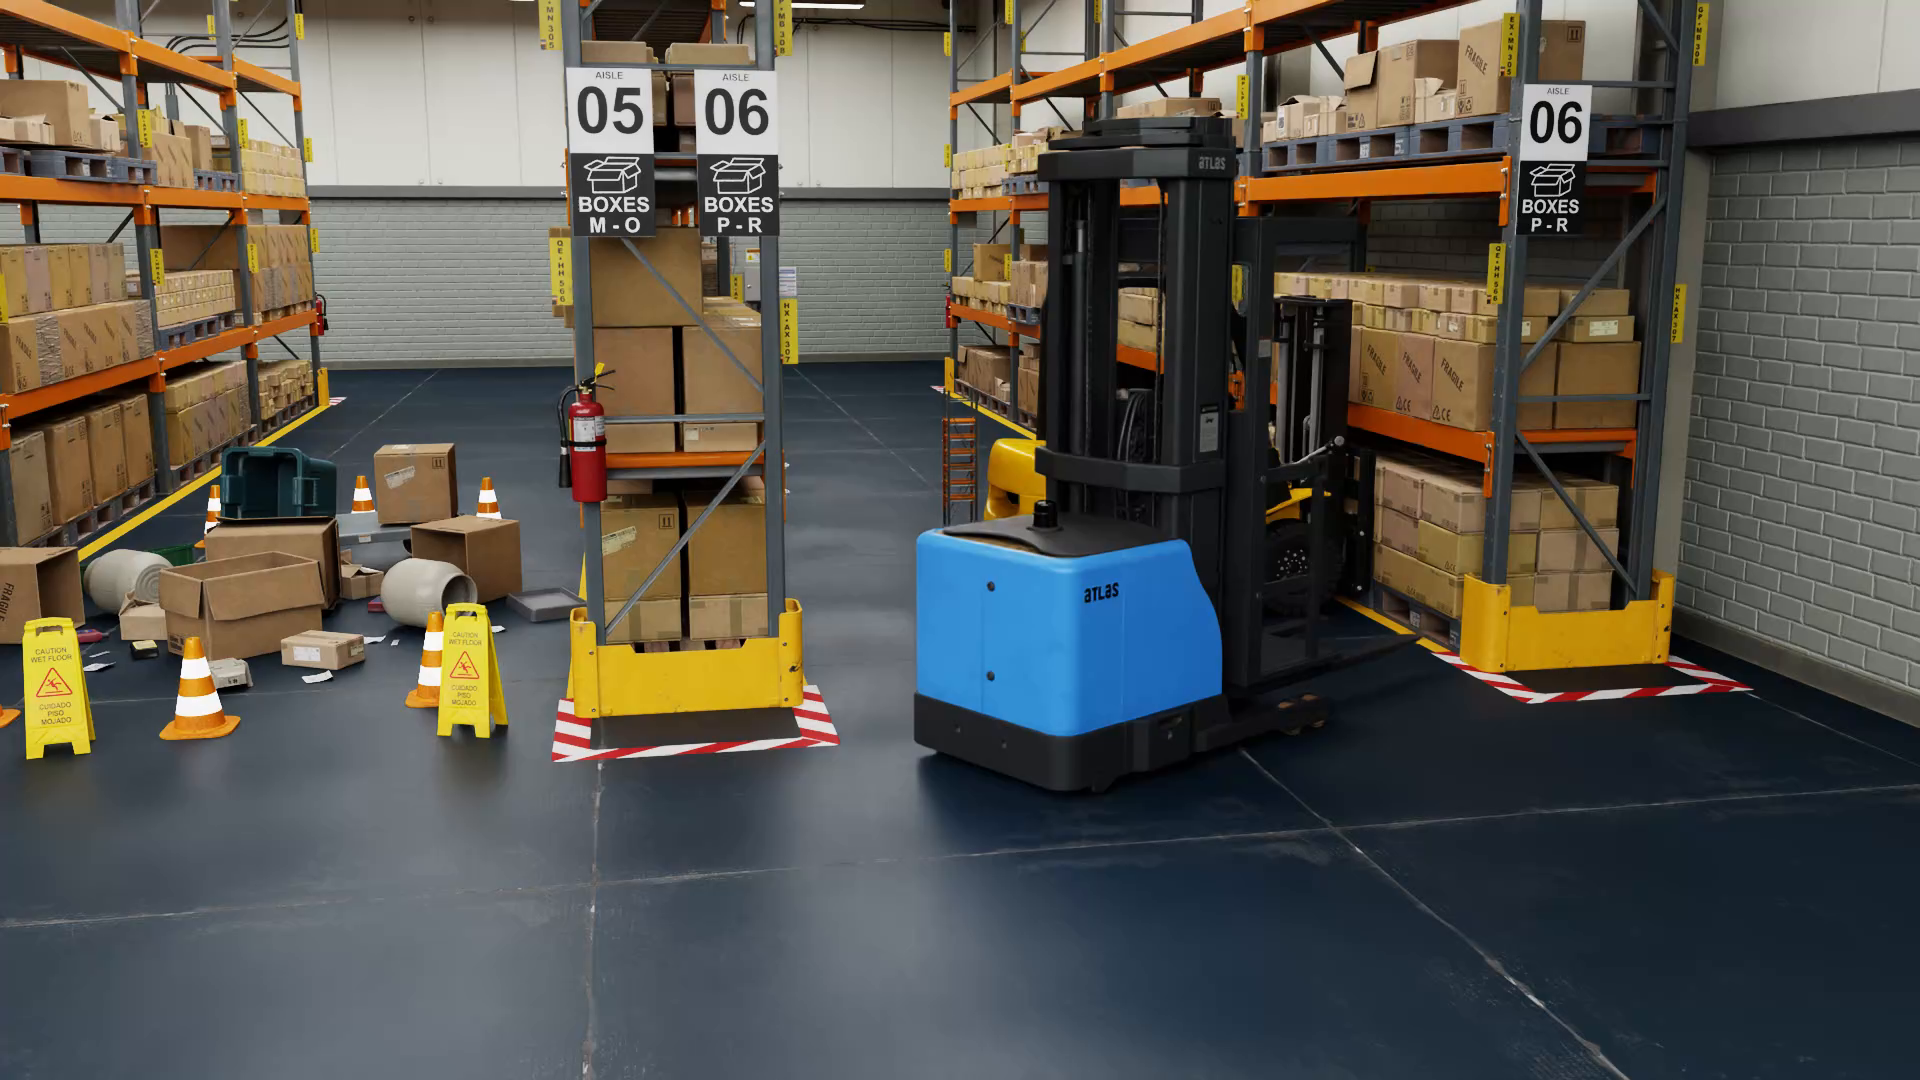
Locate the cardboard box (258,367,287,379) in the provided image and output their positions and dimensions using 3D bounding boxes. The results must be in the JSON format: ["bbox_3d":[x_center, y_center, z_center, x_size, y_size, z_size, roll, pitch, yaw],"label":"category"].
[{"bbox_3d":[-8.792,-2.111,21.176,0.380,0.149,0.250,-3,11,-13],"label":"cardboard box"}]

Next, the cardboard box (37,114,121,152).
[{"bbox_3d":[-7.295,-3.379,13.750,0.500,0.311,0.500,-2,11,-11],"label":"cardboard box"}]

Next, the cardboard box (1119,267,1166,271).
[{"bbox_3d":[1.965,-2.609,17.493,0.500,0.500,0.500,-2,11,-8],"label":"cardboard box"}]

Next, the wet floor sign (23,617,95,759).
[{"bbox_3d":[-4.289,0.683,7.882,0.267,0.644,0.232,-4,12,-21],"label":"wet floor sign"}]

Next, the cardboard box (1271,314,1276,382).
[{"bbox_3d":[2.520,-1.478,12.675,0.500,0.500,0.500,-2,11,-13],"label":"cardboard box"}]

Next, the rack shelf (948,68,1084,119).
[{"bbox_3d":[0.745,-5.946,22.304,1.077,0.370,4.000,-2,11,-11],"label":"rack shelf"}]

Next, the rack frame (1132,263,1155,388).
[{"bbox_3d":[1.912,-2.254,17.016,1.000,3.000,0.127,-2,11,-11],"label":"rack frame"}]

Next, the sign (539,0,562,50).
[{"bbox_3d":[-1.949,-2.497,7.905,0.100,0.325,0.005,-2,11,-11],"label":"sign"}]

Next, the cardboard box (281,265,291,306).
[{"bbox_3d":[-8.719,-3.184,20.842,0.500,0.500,0.500,-2,11,-8],"label":"cardboard box"}]

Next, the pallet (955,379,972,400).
[{"bbox_3d":[0.526,-2.191,24.144,1.003,0.211,1.213,-2,11,-11],"label":"pallet"}]

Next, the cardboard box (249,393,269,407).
[{"bbox_3d":[-8.327,-1.638,19.485,0.380,0.149,0.250,-2,11,-8],"label":"cardboard box"}]

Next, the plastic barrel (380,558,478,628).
[{"bbox_3d":[-3.288,0.336,10.297,0.512,0.421,0.421,6,12,28],"label":"plastic barrel"}]

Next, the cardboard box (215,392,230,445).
[{"bbox_3d":[-7.984,-1.271,17.415,0.500,0.500,0.500,-2,11,-12],"label":"cardboard box"}]

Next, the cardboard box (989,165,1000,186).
[{"bbox_3d":[0.683,-4.708,21.492,0.500,0.250,0.500,-3,11,-13],"label":"cardboard box"}]

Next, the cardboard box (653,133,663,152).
[{"bbox_3d":[-1.827,-2.154,9.141,0.380,0.149,0.250,-2,11,-11],"label":"cardboard box"}]

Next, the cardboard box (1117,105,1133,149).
[{"bbox_3d":[1.813,-3.890,15.933,0.500,0.500,0.500,-2,11,-11],"label":"cardboard box"}]

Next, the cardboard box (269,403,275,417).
[{"bbox_3d":[-8.378,-1.541,19.771,0.380,0.149,0.250,-2,11,-9],"label":"cardboard box"}]

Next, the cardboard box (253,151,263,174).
[{"bbox_3d":[-8.521,-4.442,19.553,0.500,0.250,0.500,-2,11,-11],"label":"cardboard box"}]

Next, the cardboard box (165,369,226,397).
[{"bbox_3d":[-7.974,-1.636,17.326,0.500,0.250,0.500,-3,11,-14],"label":"cardboard box"}]

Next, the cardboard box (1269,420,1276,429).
[{"bbox_3d":[2.476,-0.767,12.760,0.500,0.250,0.500,-2,11,-12],"label":"cardboard box"}]

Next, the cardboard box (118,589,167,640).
[{"bbox_3d":[-4.874,0.451,10.118,0.396,0.266,0.258,0,11,-1],"label":"cardboard box"}]

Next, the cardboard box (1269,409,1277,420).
[{"bbox_3d":[2.434,-0.798,14.594,0.875,0.625,0.625,-2,11,-12],"label":"cardboard box"}]

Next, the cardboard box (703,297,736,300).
[{"bbox_3d":[-1.848,-1.462,11.792,0.500,0.500,0.500,-2,11,-12],"label":"cardboard box"}]

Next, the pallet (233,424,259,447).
[{"bbox_3d":[-8.418,-1.095,18.386,1.003,0.211,1.213,-2,11,-11],"label":"pallet"}]

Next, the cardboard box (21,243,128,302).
[{"bbox_3d":[-7.715,-2.332,14.483,0.700,0.500,0.500,-2,11,-11],"label":"cardboard box"}]

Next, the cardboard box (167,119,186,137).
[{"bbox_3d":[-8.399,-4.050,17.032,0.797,0.503,0.637,-2,11,-12],"label":"cardboard box"}]

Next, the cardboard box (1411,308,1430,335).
[{"bbox_3d":[3.019,-1.349,10.261,0.380,0.149,0.250,-2,11,-11],"label":"cardboard box"}]

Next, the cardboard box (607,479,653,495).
[{"bbox_3d":[-1.950,-0.350,9.505,0.380,0.149,0.250,-2,11,-9],"label":"cardboard box"}]

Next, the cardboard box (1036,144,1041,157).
[{"bbox_3d":[1.079,-4.435,18.937,0.380,0.149,0.250,-2,11,-11],"label":"cardboard box"}]

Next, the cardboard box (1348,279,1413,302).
[{"bbox_3d":[2.855,-1.686,11.237,0.380,0.149,0.250,-2,11,-11],"label":"cardboard box"}]

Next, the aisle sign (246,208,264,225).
[{"bbox_3d":[-9.657,-4.621,22.500,0.394,0.787,0.004,-2,11,-11],"label":"aisle sign"}]

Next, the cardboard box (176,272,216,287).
[{"bbox_3d":[-8.148,-2.772,17.693,0.380,0.149,0.250,-2,11,-11],"label":"cardboard box"}]

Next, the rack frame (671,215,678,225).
[{"bbox_3d":[-4.513,-3.540,23.773,1.000,3.000,0.127,-2,11,-11],"label":"rack frame"}]

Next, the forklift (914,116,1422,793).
[{"bbox_3d":[1.213,-0.544,8.216,3.031,2.935,1.130,-10,14,-41],"label":"forklift"}]

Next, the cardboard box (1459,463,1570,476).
[{"bbox_3d":[3.459,-0.320,10.411,0.500,0.250,0.500,-2,11,-11],"label":"cardboard box"}]

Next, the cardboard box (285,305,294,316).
[{"bbox_3d":[-8.838,-2.981,21.506,0.380,0.149,0.250,-3,11,-14],"label":"cardboard box"}]

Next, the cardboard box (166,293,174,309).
[{"bbox_3d":[-7.799,-2.298,15.999,0.380,0.149,0.250,-2,11,-13],"label":"cardboard box"}]

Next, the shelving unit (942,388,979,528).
[{"bbox_3d":[0.003,-0.587,13.070,0.258,1.200,0.189,-2,11,-11],"label":"shelving unit"}]

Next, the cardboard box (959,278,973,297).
[{"bbox_3d":[0.278,-3.608,23.736,0.500,0.250,0.500,-2,11,-10],"label":"cardboard box"}]

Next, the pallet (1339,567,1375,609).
[{"bbox_3d":[3.044,0.221,11.470,1.003,0.211,1.213,-2,11,-11],"label":"pallet"}]

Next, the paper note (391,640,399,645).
[{"bbox_3d":[-3.379,0.612,9.952,0.032,0.001,0.123,-2,11,-11],"label":"paper note"}]

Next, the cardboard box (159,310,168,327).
[{"bbox_3d":[-7.734,-2.096,15.733,0.380,0.149,0.250,-2,11,-8],"label":"cardboard box"}]

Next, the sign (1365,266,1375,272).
[{"bbox_3d":[3.234,-2.005,13.181,0.100,0.325,0.005,-2,11,-11],"label":"sign"}]

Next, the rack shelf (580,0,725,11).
[{"bbox_3d":[-1.790,-3.564,9.789,1.077,0.370,4.000,-2,11,-11],"label":"rack shelf"}]

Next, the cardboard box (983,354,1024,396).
[{"bbox_3d":[0.712,-2.235,22.480,0.700,0.500,0.500,-3,11,-13],"label":"cardboard box"}]

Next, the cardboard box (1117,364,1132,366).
[{"bbox_3d":[1.801,-1.944,19.216,0.380,0.149,0.250,-3,11,-13],"label":"cardboard box"}]

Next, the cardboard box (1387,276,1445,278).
[{"bbox_3d":[3.262,-1.799,11.829,0.380,0.149,0.250,-2,11,-12],"label":"cardboard box"}]

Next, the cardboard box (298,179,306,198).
[{"bbox_3d":[-9.000,-4.667,22.075,0.500,0.250,0.500,-2,11,-12],"label":"cardboard box"}]

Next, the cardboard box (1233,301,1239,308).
[{"bbox_3d":[2.405,-1.943,13.378,0.380,0.149,0.250,-2,11,-9],"label":"cardboard box"}]

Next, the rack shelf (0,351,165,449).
[{"bbox_3d":[-7.404,-1.154,13.161,1.077,0.370,4.000,-2,11,-11],"label":"rack shelf"}]

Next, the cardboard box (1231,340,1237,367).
[{"bbox_3d":[2.335,-1.529,13.611,0.500,0.250,0.500,-2,11,-10],"label":"cardboard box"}]

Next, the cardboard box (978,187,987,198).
[{"bbox_3d":[0.445,-4.674,22.381,0.380,0.149,0.250,-2,11,-10],"label":"cardboard box"}]

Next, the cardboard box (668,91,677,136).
[{"bbox_3d":[-1.326,-2.346,9.083,0.500,0.250,0.500,-2,11,-12],"label":"cardboard box"}]
